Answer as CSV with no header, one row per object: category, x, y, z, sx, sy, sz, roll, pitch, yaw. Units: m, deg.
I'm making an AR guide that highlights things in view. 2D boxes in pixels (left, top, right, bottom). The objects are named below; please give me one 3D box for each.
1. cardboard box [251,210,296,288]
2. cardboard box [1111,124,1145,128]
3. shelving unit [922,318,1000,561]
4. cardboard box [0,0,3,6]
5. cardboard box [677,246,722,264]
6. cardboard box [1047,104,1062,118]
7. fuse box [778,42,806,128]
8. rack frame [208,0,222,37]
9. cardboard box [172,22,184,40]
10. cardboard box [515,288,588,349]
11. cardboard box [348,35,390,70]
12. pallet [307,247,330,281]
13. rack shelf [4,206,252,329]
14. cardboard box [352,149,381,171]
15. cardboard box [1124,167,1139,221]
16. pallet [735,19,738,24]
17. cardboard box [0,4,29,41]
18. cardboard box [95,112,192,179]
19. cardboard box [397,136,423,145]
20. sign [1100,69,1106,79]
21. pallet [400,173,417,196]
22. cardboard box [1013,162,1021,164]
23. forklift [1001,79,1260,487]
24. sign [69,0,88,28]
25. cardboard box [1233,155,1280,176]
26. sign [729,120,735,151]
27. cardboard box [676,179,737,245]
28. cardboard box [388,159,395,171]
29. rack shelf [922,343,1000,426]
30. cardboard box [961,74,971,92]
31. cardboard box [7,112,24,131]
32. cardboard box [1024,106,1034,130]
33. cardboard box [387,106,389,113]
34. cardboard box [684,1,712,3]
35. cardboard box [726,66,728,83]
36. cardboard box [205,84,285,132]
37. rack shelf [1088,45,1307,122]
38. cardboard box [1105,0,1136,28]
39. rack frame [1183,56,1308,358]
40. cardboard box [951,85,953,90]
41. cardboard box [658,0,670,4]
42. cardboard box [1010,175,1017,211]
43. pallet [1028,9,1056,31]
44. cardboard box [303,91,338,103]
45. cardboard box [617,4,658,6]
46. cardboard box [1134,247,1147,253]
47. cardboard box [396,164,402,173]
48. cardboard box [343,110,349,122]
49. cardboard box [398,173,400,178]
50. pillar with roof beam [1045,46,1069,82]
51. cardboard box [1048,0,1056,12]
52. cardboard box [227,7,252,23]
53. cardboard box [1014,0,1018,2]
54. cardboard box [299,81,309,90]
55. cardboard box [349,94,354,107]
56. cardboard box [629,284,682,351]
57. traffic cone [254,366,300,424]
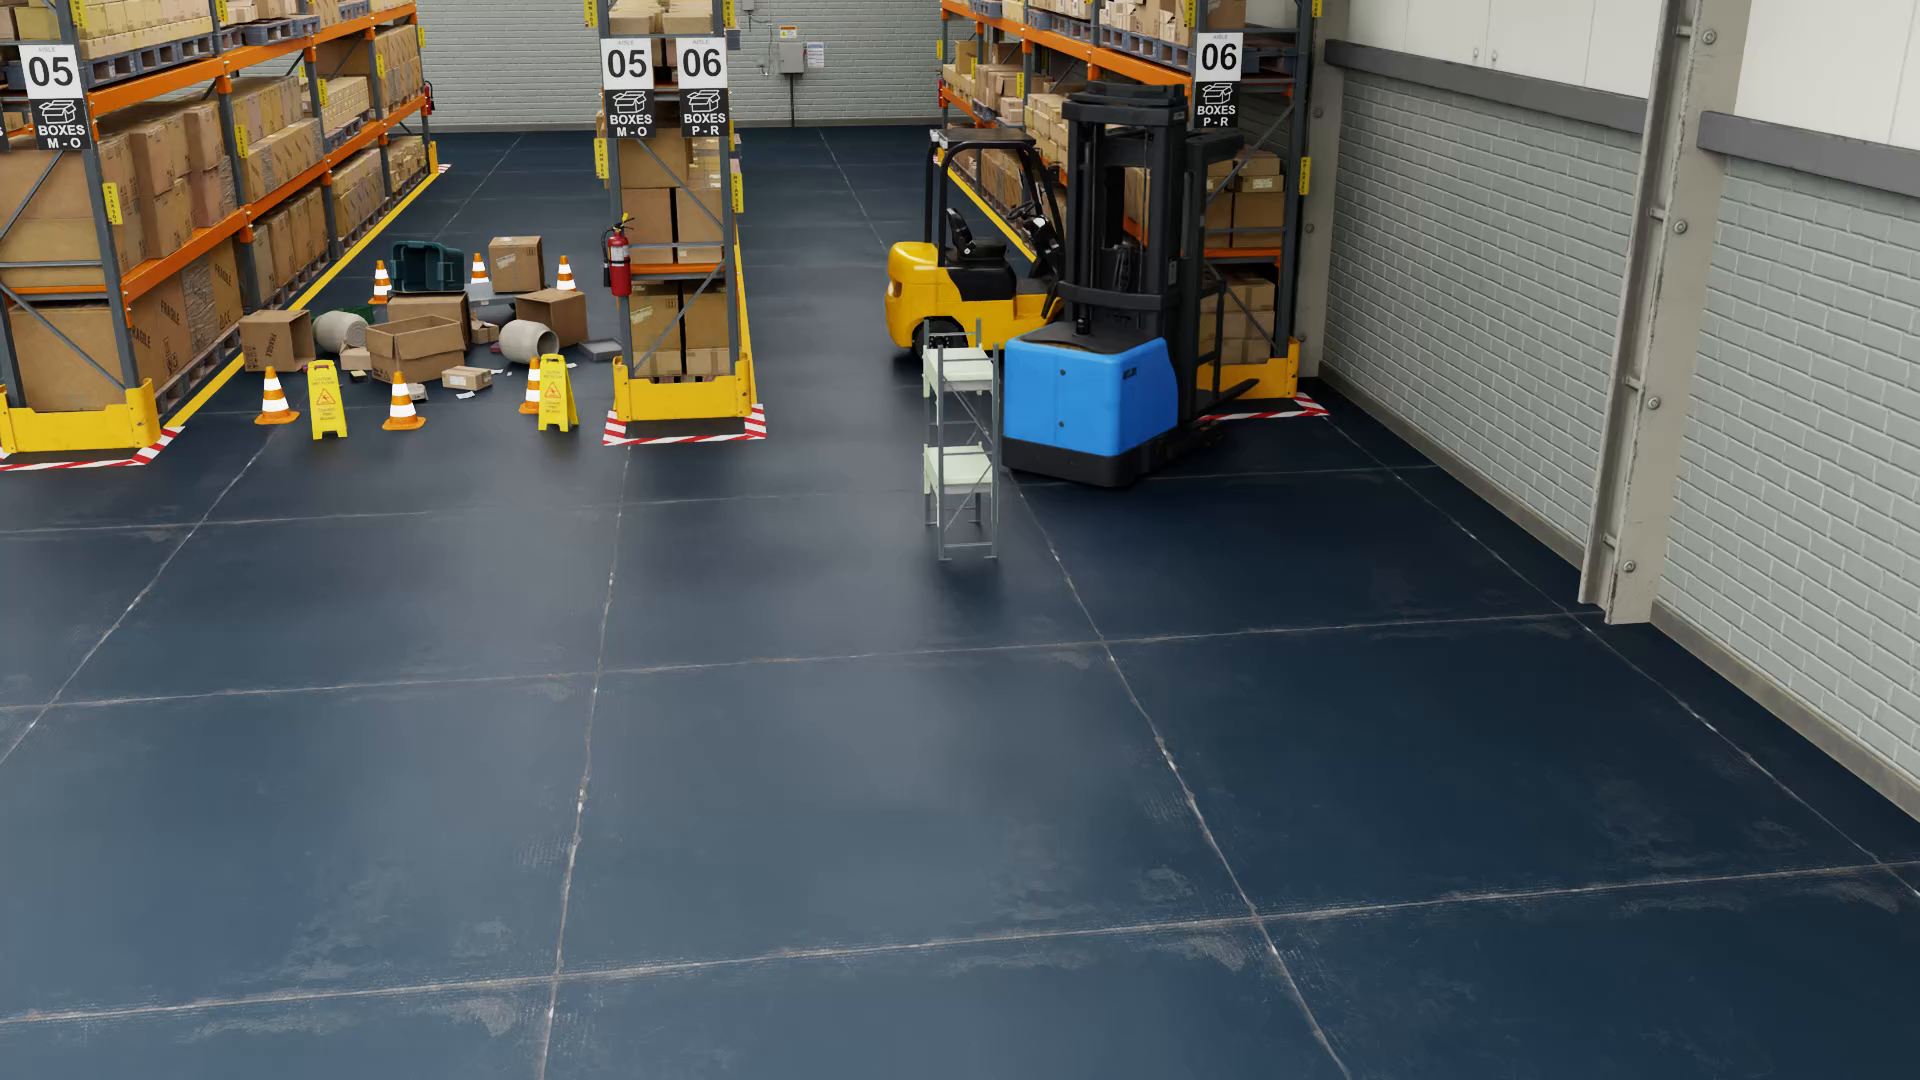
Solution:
cardboard box,-8.197,-3.285,18.838,1.050,0.750,0.750,-3,21,-8
cardboard box,1.773,-4.230,17.259,0.380,0.149,0.250,-2,21,-7
shelving unit,0.001,-0.700,11.448,0.431,1.500,0.755,-3,21,-8
cardboard box,-7.691,-4.216,12.907,0.380,0.149,0.250,-3,21,-7
cardboard box,-2.267,-2.507,14.501,0.380,0.149,0.250,-3,21,-8
cardboard box,1.286,-5.298,20.543,0.380,0.149,0.250,-2,21,-7
fuse box,-3.465,-9.440,34.544,0.539,1.711,0.414,-3,21,-8
rack frame,-7.883,-6.408,16.011,1.000,3.000,0.127,-3,21,-8
cardboard box,-7.368,-4.667,15.252,0.380,0.149,0.250,-3,21,-7
cardboard box,-4.191,-2.272,17.082,0.500,0.500,0.500,12,24,29
cardboard box,-8.950,-7.369,25.161,0.500,0.500,0.500,-4,21,-9
pallet,-8.421,-3.399,20.515,1.003,0.211,1.213,-3,21,-8
rack shelf,-7.595,-2.568,15.332,1.077,0.370,4.000,-3,21,-8
cardboard box,-8.679,-5.499,24.053,0.500,0.250,0.500,-3,21,-9
cardboard box,1.935,-3.484,16.613,0.500,0.500,0.500,-3,21,-7
pallet,-3.135,-5.777,18.878,1.213,0.211,1.003,-3,21,-8
cardboard box,-7.654,-4.085,13.127,0.500,0.250,0.500,-3,21,-7
cardboard box,-7.728,-3.665,15.485,0.875,0.550,0.550,-3,21,-8
cardboard box,-9.286,-6.721,28.049,0.380,0.149,0.250,-3,21,-7
sign,1.884,-6.090,22.080,0.100,0.325,0.005,-3,21,-8
pallet,-9.347,-5.715,26.715,1.003,0.211,1.213,-3,21,-8
cardboard box,0.956,-5.286,23.628,0.380,0.149,0.250,-2,21,-6
forklift,1.568,-2.232,13.504,1.130,2.935,3.031,13,24,32
sign,-6.756,-4.090,12.730,0.100,0.325,0.005,-3,21,-8
cardboard box,2.652,-3.366,14.945,0.380,0.149,0.250,-3,21,-9
sign,-2.463,-4.317,17.751,0.100,0.325,0.005,-3,21,-8
cardboard box,-2.217,-2.861,14.521,0.500,0.500,0.500,-3,21,-9
cardboard box,-8.862,-5.735,25.408,0.380,0.149,0.250,-2,21,-5
rack shelf,0.001,-1.066,11.311,0.431,0.370,0.720,-3,21,-8
cardboard box,0.298,-7.482,27.252,0.500,0.250,0.500,-3,21,-8
cardboard box,-13.621,-6.051,23.486,0.500,0.500,0.500,-3,21,-8
cardboard box,1.133,-5.515,21.695,0.500,0.250,0.500,-3,21,-8
cardboard box,-8.988,-6.634,25.549,0.380,0.149,0.250,-4,21,-10
cardboard box,-2.508,-5.180,16.231,0.380,0.149,0.250,-2,21,-6
cardboard box,-2.149,-3.916,13.985,0.380,0.149,0.250,-3,21,-8
cardboard box,-8.254,-4.989,19.214,0.700,0.500,0.500,-3,21,-9
rack shelf,2.200,-4.509,16.243,1.077,0.370,4.000,-3,21,-8
cardboard box,1.791,-5.440,17.092,0.500,0.311,0.500,-2,21,-7
rack frame,2.489,-2.749,14.788,1.000,3.000,0.127,-3,21,-8
cardboard box,0.041,-7.957,29.093,0.380,0.149,0.250,-2,21,-6
cardboard box,-3.209,-5.842,17.683,0.500,0.250,0.500,-2,21,-7
cardboard box,1.000,-4.854,23.396,0.500,0.500,0.500,-3,21,-9
pallet,1.522,-6.605,21.095,1.213,0.211,1.003,-2,21,-5
cardboard box,-8.485,-5.873,22.062,0.380,0.149,0.250,-2,21,-5
cardboard box,-3.035,-4.969,15.666,0.380,0.149,0.250,-3,21,-9
cardboard box,1.886,-2.796,16.815,0.500,0.250,0.500,-3,21,-9
cardboard box,-9.020,-5.865,26.181,0.380,0.149,0.250,-2,21,-5
cardboard box,-8.554,-5.775,22.651,0.380,0.149,0.250,-4,21,-10
cardboard box,-9.056,-5.723,26.226,0.380,0.149,0.250,-4,21,-10
pillar with roof beam,-2.710,-9.783,25.048,9.100,9.000,0.400,-3,21,-8
cardboard box,1.345,-6.598,19.923,0.500,0.500,0.500,-2,21,-6
cardboard box,-7.828,-5.627,17.823,0.380,0.149,0.250,-3,21,-8
cardboard box,0.936,-7.418,22.646,0.380,0.149,0.250,-3,21,-8
cardboard box,-9.354,-6.380,23.420,0.380,0.149,0.250,-3,21,-7
cardboard box,-8.631,-6.096,23.084,0.380,0.149,0.250,-4,21,-11
cardboard box,-2.796,-2.021,15.098,0.500,0.500,0.500,-3,21,-7
traffic cone,-5.978,-1.279,14.480,0.336,0.463,0.334,-3,21,-8
